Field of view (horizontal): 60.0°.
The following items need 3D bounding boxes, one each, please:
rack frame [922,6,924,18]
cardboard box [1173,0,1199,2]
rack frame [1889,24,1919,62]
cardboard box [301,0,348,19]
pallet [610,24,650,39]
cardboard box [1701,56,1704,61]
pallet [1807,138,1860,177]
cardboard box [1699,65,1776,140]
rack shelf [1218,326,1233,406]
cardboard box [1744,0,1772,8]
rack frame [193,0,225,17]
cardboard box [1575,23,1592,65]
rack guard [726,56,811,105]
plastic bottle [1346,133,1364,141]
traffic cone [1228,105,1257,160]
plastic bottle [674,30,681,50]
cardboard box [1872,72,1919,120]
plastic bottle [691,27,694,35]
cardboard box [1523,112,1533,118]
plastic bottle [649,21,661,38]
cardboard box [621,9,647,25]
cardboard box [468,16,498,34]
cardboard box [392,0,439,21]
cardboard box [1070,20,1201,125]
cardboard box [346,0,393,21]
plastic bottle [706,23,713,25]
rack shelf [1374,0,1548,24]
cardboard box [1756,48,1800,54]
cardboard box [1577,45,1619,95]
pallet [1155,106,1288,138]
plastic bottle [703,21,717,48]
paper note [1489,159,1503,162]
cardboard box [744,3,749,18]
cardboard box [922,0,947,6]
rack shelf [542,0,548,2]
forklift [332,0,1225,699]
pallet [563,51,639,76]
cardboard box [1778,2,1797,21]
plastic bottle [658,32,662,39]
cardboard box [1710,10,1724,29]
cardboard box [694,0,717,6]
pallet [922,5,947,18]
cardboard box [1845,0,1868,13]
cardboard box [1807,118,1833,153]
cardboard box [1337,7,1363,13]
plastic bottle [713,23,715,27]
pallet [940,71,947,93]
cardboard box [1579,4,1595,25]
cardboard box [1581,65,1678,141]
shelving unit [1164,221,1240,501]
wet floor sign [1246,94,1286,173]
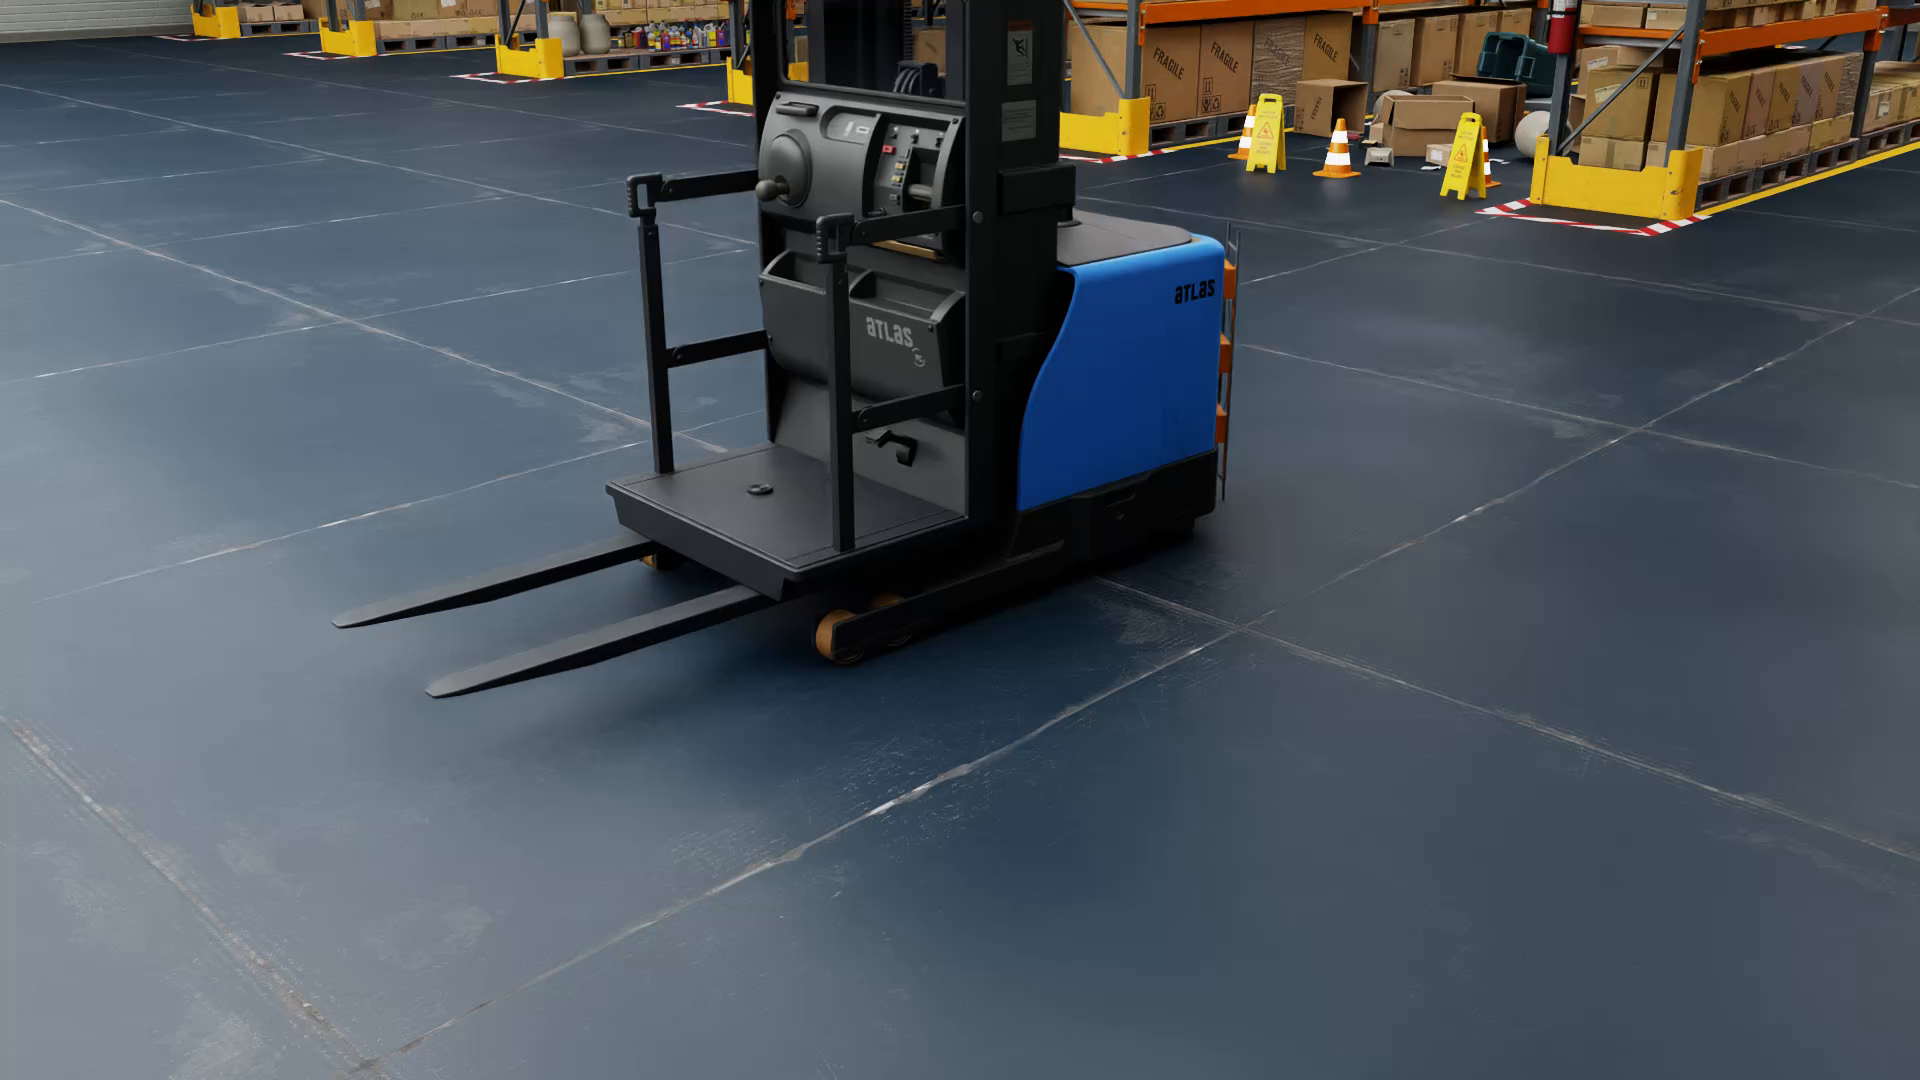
[{"bbox_3d":[-0.954,-11.937,32.950,1.000,3.000,0.127,19,28,41],"label":"rack frame"},{"bbox_3d":[1.847,-5.428,15.807,0.875,0.550,0.550,19,28,41],"label":"cardboard box"},{"bbox_3d":[10.451,-5.948,17.369,1.000,3.000,0.127,19,28,41],"label":"rack frame"},{"bbox_3d":[-11.385,-9.608,29.761,0.700,0.500,0.500,17,27,37],"label":"cardboard box"},{"bbox_3d":[-6.049,-8.778,28.618,1.003,0.211,1.213,19,28,41],"label":"pallet"},{"bbox_3d":[5.813,-3.970,13.522,0.250,0.149,0.380,-19,28,-40],"label":"cardboard box"},{"bbox_3d":[7.217,-3.437,14.722,1.003,0.211,1.213,19,28,41],"label":"pallet"},{"bbox_3d":[6.009,-3.434,13.030,0.500,0.500,0.500,18,27,39],"label":"cardboard box"},{"bbox_3d":[0.898,-0.666,6.373,0.240,0.259,0.215,-1,21,-2],"label":"rack shelf"},{"bbox_3d":[5.758,-4.263,12.432,0.500,0.500,0.500,-19,28,-40],"label":"cardboard box"},{"bbox_3d":[-12.877,-10.091,28.148,1.000,3.000,0.127,19,28,41],"label":"rack frame"},{"bbox_3d":[7.858,-6.438,21.543,0.500,0.500,0.500,20,28,41],"label":"cardboard box"},{"bbox_3d":[-2.177,-5.225,18.971,1.175,0.500,0.348,19,28,41],"label":"rack guard"},{"bbox_3d":[3.807,-3.942,16.246,0.283,0.061,0.133,9,23,23],"label":"plastic bottle"},{"bbox_3d":[2.641,-3.701,15.060,0.336,0.463,0.334,19,28,41],"label":"traffic cone"},{"bbox_3d":[-3.982,-7.045,23.413,0.097,0.271,0.097,0,21,0],"label":"plastic bottle"},{"bbox_3d":[9.007,-4.390,16.391,0.625,0.372,0.950,-19,28,-40],"label":"cardboard box"},{"bbox_3d":[-3.784,-7.193,23.780,0.061,0.283,0.133,19,28,41],"label":"plastic bottle"},{"bbox_3d":[5.554,-3.971,16.037,0.258,0.266,0.396,2,21,4],"label":"cardboard box"},{"bbox_3d":[-4.407,-7.299,23.964,0.185,0.351,0.144,-19,28,-40],"label":"plastic bottle"},{"bbox_3d":[-5.719,-8.966,28.467,0.500,0.250,0.500,-19,28,-41],"label":"cardboard box"},{"bbox_3d":[-7.744,-8.232,26.559,0.500,0.250,0.500,19,28,41],"label":"cardboard box"},{"bbox_3d":[-8.445,-8.326,25.758,0.500,0.500,0.500,19,28,41],"label":"cardboard box"},{"bbox_3d":[1.678,-4.500,15.977,0.875,0.875,0.875,19,28,41],"label":"cardboard box"},{"bbox_3d":[-9.165,-8.327,25.761,0.500,0.500,0.500,19,28,41],"label":"cardboard box"},{"bbox_3d":[-3.731,-7.512,24.620,0.135,0.276,0.152,-19,28,-40],"label":"plastic bottle"},{"bbox_3d":[5.438,-6.311,19.316,1.077,0.370,4.000,19,28,41],"label":"rack shelf"},{"bbox_3d":[7.055,-4.098,14.758,0.500,0.500,0.500,-18,28,-40],"label":"cardboard box"},{"bbox_3d":[6.364,-4.544,16.145,0.500,0.500,0.500,19,28,41],"label":"cardboard box"},{"bbox_3d":[2.606,-4.340,17.072,1.003,0.211,1.213,19,28,41],"label":"pallet"},{"bbox_3d":[-3.591,-7.239,23.805,0.144,0.351,0.185,19,28,40],"label":"plastic bottle"},{"bbox_3d":[4.803,-3.422,14.952,0.142,0.019,0.148,-10,23,-24],"label":"paper note"},{"bbox_3d":[-3.937,-9.625,30.182,0.500,0.250,0.500,-19,28,-41],"label":"cardboard box"},{"bbox_3d":[-0.506,-10.941,33.493,0.500,0.311,0.500,19,28,41],"label":"cardboard box"},{"bbox_3d":[-4.384,-7.790,23.163,1.077,0.370,4.000,19,28,41],"label":"rack shelf"},{"bbox_3d":[-0.483,-1.198,5.107,3.031,2.935,1.130,-18,27,-39],"label":"forklift"},{"bbox_3d":[-5.189,-6.549,22.818,1.003,0.211,1.213,19,28,41],"label":"pallet"},{"bbox_3d":[6.377,-4.198,13.166,0.380,0.149,0.250,18,28,39],"label":"cardboard box"},{"bbox_3d":[-4.290,-7.211,23.941,0.097,0.201,0.097,0,21,0],"label":"plastic bottle"},{"bbox_3d":[5.421,-3.878,12.334,0.250,0.149,0.380,-20,28,-41],"label":"cardboard box"},{"bbox_3d":[-4.646,-9.622,29.394,0.500,0.311,0.500,19,28,40],"label":"cardboard box"},{"bbox_3d":[-0.474,-10.811,33.909,1.003,0.211,1.213,19,28,41],"label":"pallet"},{"bbox_3d":[7.485,-4.578,14.154,0.250,0.149,0.380,-19,28,-41],"label":"cardboard box"},{"bbox_3d":[7.076,-3.474,14.179,0.500,0.250,0.500,18,28,39],"label":"cardboard box"},{"bbox_3d":[5.709,-8.491,26.362,1.225,0.875,0.875,19,28,41],"label":"cardboard box"},{"bbox_3d":[-3.654,-7.489,24.550,0.061,0.283,0.133,19,28,41],"label":"plastic bottle"},{"bbox_3d":[-0.734,-5.602,20.355,1.003,0.211,1.213,19,28,41],"label":"pallet"},{"bbox_3d":[7.842,-6.787,21.406,0.500,0.250,0.500,19,28,40],"label":"cardboard box"},{"bbox_3d":[5.242,-3.425,13.008,0.500,0.500,0.500,19,28,41],"label":"cardboard box"},{"bbox_3d":[0.898,-0.676,6.369,0.252,1.050,0.215,-1,21,-2],"label":"shelving unit"},{"bbox_3d":[2.651,-3.503,14.288,0.267,0.644,0.232,14,25,32],"label":"wet floor sign"}]
